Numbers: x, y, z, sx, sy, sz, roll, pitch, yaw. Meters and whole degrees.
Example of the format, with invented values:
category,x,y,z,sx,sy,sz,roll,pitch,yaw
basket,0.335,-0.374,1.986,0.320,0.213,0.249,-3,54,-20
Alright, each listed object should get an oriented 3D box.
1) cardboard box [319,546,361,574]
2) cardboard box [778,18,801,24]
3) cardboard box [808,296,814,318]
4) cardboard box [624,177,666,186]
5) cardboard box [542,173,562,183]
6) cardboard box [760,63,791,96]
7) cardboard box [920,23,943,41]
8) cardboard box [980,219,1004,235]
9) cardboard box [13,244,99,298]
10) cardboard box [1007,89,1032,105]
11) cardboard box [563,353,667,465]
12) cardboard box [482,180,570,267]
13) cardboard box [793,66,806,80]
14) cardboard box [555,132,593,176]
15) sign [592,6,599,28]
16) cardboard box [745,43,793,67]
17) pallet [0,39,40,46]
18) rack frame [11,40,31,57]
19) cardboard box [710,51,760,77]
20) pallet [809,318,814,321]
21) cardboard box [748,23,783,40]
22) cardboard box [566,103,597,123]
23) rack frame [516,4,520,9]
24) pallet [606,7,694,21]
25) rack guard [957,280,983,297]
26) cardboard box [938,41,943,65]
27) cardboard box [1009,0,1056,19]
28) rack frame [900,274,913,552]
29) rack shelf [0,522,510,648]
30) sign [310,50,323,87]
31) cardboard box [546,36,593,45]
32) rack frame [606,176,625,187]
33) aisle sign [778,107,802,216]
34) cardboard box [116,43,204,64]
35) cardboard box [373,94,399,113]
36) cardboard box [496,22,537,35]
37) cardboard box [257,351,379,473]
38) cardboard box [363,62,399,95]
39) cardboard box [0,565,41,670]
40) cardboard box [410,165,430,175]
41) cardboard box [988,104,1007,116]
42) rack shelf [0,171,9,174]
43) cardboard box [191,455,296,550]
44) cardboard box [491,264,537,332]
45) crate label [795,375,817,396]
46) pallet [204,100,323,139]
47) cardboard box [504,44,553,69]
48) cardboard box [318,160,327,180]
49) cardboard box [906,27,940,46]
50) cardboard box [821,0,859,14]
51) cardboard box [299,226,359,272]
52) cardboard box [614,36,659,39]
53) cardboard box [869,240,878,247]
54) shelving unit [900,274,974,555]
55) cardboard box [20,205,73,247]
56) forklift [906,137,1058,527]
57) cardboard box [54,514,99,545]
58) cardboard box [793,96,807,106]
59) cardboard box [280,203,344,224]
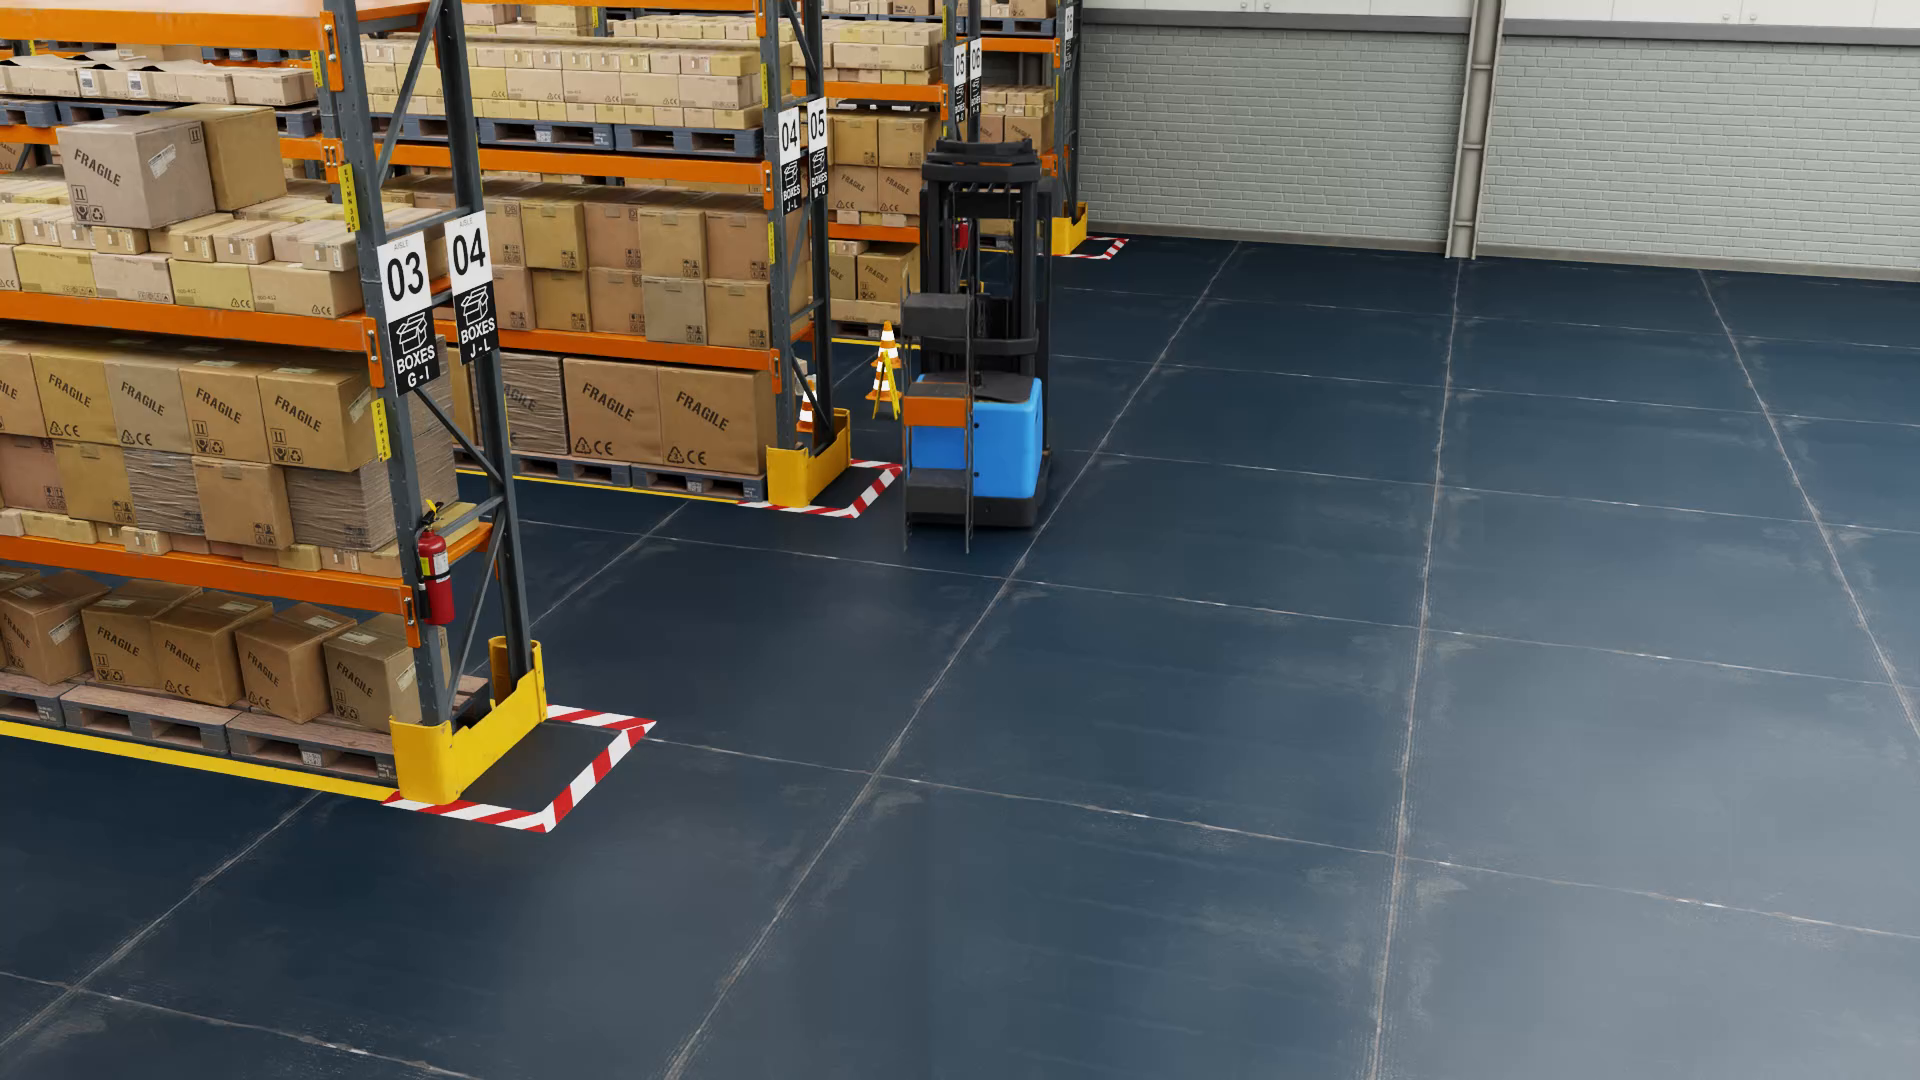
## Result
category,x,y,z,sx,sy,sz,roll,pitch,yaw
cardboard box,-3.412,0.042,9.452,0.250,0.149,0.380,7,23,16
cardboard box,-1.929,-5.679,18.396,0.250,0.149,0.380,7,23,16
cardboard box,-1.825,-2.719,18.921,0.500,0.250,0.500,6,23,14
cardboard box,-3.466,-4.164,18.850,0.500,0.500,0.500,6,23,15
cardboard box,-4.627,-4.199,19.237,0.250,0.149,0.380,6,23,14
cardboard box,-1.699,-3.724,13.470,0.500,0.250,0.500,6,23,15
cardboard box,-0.259,-5.445,17.824,0.250,0.149,0.380,6,23,15
cardboard box,0.438,-4.412,23.048,0.500,0.250,0.500,7,23,15
cardboard box,-4.825,-1.536,9.212,0.500,0.250,0.500,6,23,15
cardboard box,0.804,-5.957,22.368,0.250,0.149,0.380,7,23,16
cardboard box,-2.822,-1.239,14.489,0.875,0.875,0.875,6,23,15
cardboard box,-3.759,-2.709,14.206,0.550,0.550,0.875,7,23,16
cardboard box,-1.618,-5.051,17.914,0.250,0.149,0.380,6,23,14
cardboard box,-4.316,-4.475,19.055,0.500,0.500,0.500,6,23,15
sign,-3.964,-5.737,18.055,0.005,0.325,0.100,7,23,16
cardboard box,-1.538,-3.915,13.409,0.250,0.149,0.380,7,23,16
pallet,-12.246,-6.447,21.104,1.213,0.211,1.003,7,23,15
rack frame,-8.970,-5.534,14.809,0.127,3.000,1.000,7,23,16
cardboard box,-1.731,-3.676,12.828,0.250,0.149,0.380,7,23,16
pallet,-1.982,-2.646,19.347,1.213,0.211,1.003,7,23,16
cardboard box,-2.088,-5.477,17.902,0.250,0.149,0.380,7,23,17
cardboard box,-2.943,-3.446,13.318,0.250,0.149,0.380,7,23,16
rack frame,-6.206,-9.148,23.618,0.127,3.000,1.000,7,23,16
pallet,-4.459,-7.509,23.825,1.213,0.211,1.003,8,24,18
rack guard,-0.050,-2.543,18.716,0.348,0.500,1.175,7,23,16
cardboard box,-0.382,-5.299,17.994,0.500,0.250,0.500,6,23,15
cardboard box,0.959,-7.130,21.834,0.500,0.500,0.500,7,23,17
rack frame,-0.410,-0.952,12.728,0.015,2.100,0.400,2,22,6
rack shelf,-4.755,0.023,10.114,4.000,0.370,1.077,7,23,16
sign,-5.288,-3.894,13.668,0.005,0.325,0.100,7,23,16
cardboard box,-3.244,-4.111,13.886,0.250,0.149,0.380,7,23,16
rack frame,-3.807,-4.130,19.290,0.127,3.000,1.000,7,23,16
aisle sign,-1.329,-2.968,13.032,0.004,0.787,0.394,7,23,16
cardboard box,-7.225,-4.344,15.044,0.500,0.500,0.500,7,23,16
cardboard box,-4.641,-3.641,13.793,0.250,0.149,0.380,7,23,16
cardboard box,-4.891,-5.711,18.837,0.500,0.250,0.500,7,23,16
cardboard box,-3.438,-0.708,9.106,0.500,0.500,0.500,7,23,16
cardboard box,-4.753,-3.861,13.804,0.500,0.250,0.500,7,23,16
cardboard box,-6.298,0.491,10.765,0.500,0.500,0.500,6,23,14
cardboard box,-6.359,-4.417,19.769,0.250,0.149,0.380,8,24,19
cardboard box,0.556,-5.846,22.487,0.250,0.149,0.380,7,23,17
rack shelf,-13.381,-4.893,22.099,4.000,0.370,1.077,7,23,16
cardboard box,-3.872,-0.356,9.567,0.500,0.500,0.875,7,23,16
cardboard box,-3.767,-2.199,14.387,0.550,0.550,0.875,7,23,16
crate label,-1.528,-1.568,16.818,0.298,0.136,0.250,-5,23,-12
pallet,-6.032,-3.702,14.547,1.217,0.209,0.805,6,23,13
cardboard box,-3.433,-3.871,13.302,0.250,0.149,0.380,6,23,15
cardboard box,-8.032,-4.644,20.741,0.500,0.250,0.500,6,23,15
cardboard box,-0.387,-5.261,17.377,0.250,0.149,0.380,7,23,16
cardboard box,-1.651,-7.341,22.599,0.500,0.311,0.500,7,23,17
cardboard box,-3.196,-1.510,8.625,0.250,0.149,0.380,7,23,16
cardboard box,-3.465,-5.438,18.333,0.500,0.250,0.500,6,23,14
cardboard box,-1.195,-3.207,19.123,0.500,0.500,0.500,6,23,14
shelving unit,-0.167,-0.941,12.703,0.503,2.100,0.431,2,22,6
cardboard box,-4.932,-1.739,9.182,0.250,0.149,0.380,7,23,17
forklift,0.239,-1.981,14.143,1.130,2.935,3.031,2,22,6
cardboard box,-5.111,-0.120,9.847,0.250,0.149,0.380,7,23,16
cardboard box,-2.148,-6.149,23.227,0.250,0.149,0.380,6,23,15
cardboard box,-3.535,-1.754,9.219,0.250,0.149,0.380,6,23,15
